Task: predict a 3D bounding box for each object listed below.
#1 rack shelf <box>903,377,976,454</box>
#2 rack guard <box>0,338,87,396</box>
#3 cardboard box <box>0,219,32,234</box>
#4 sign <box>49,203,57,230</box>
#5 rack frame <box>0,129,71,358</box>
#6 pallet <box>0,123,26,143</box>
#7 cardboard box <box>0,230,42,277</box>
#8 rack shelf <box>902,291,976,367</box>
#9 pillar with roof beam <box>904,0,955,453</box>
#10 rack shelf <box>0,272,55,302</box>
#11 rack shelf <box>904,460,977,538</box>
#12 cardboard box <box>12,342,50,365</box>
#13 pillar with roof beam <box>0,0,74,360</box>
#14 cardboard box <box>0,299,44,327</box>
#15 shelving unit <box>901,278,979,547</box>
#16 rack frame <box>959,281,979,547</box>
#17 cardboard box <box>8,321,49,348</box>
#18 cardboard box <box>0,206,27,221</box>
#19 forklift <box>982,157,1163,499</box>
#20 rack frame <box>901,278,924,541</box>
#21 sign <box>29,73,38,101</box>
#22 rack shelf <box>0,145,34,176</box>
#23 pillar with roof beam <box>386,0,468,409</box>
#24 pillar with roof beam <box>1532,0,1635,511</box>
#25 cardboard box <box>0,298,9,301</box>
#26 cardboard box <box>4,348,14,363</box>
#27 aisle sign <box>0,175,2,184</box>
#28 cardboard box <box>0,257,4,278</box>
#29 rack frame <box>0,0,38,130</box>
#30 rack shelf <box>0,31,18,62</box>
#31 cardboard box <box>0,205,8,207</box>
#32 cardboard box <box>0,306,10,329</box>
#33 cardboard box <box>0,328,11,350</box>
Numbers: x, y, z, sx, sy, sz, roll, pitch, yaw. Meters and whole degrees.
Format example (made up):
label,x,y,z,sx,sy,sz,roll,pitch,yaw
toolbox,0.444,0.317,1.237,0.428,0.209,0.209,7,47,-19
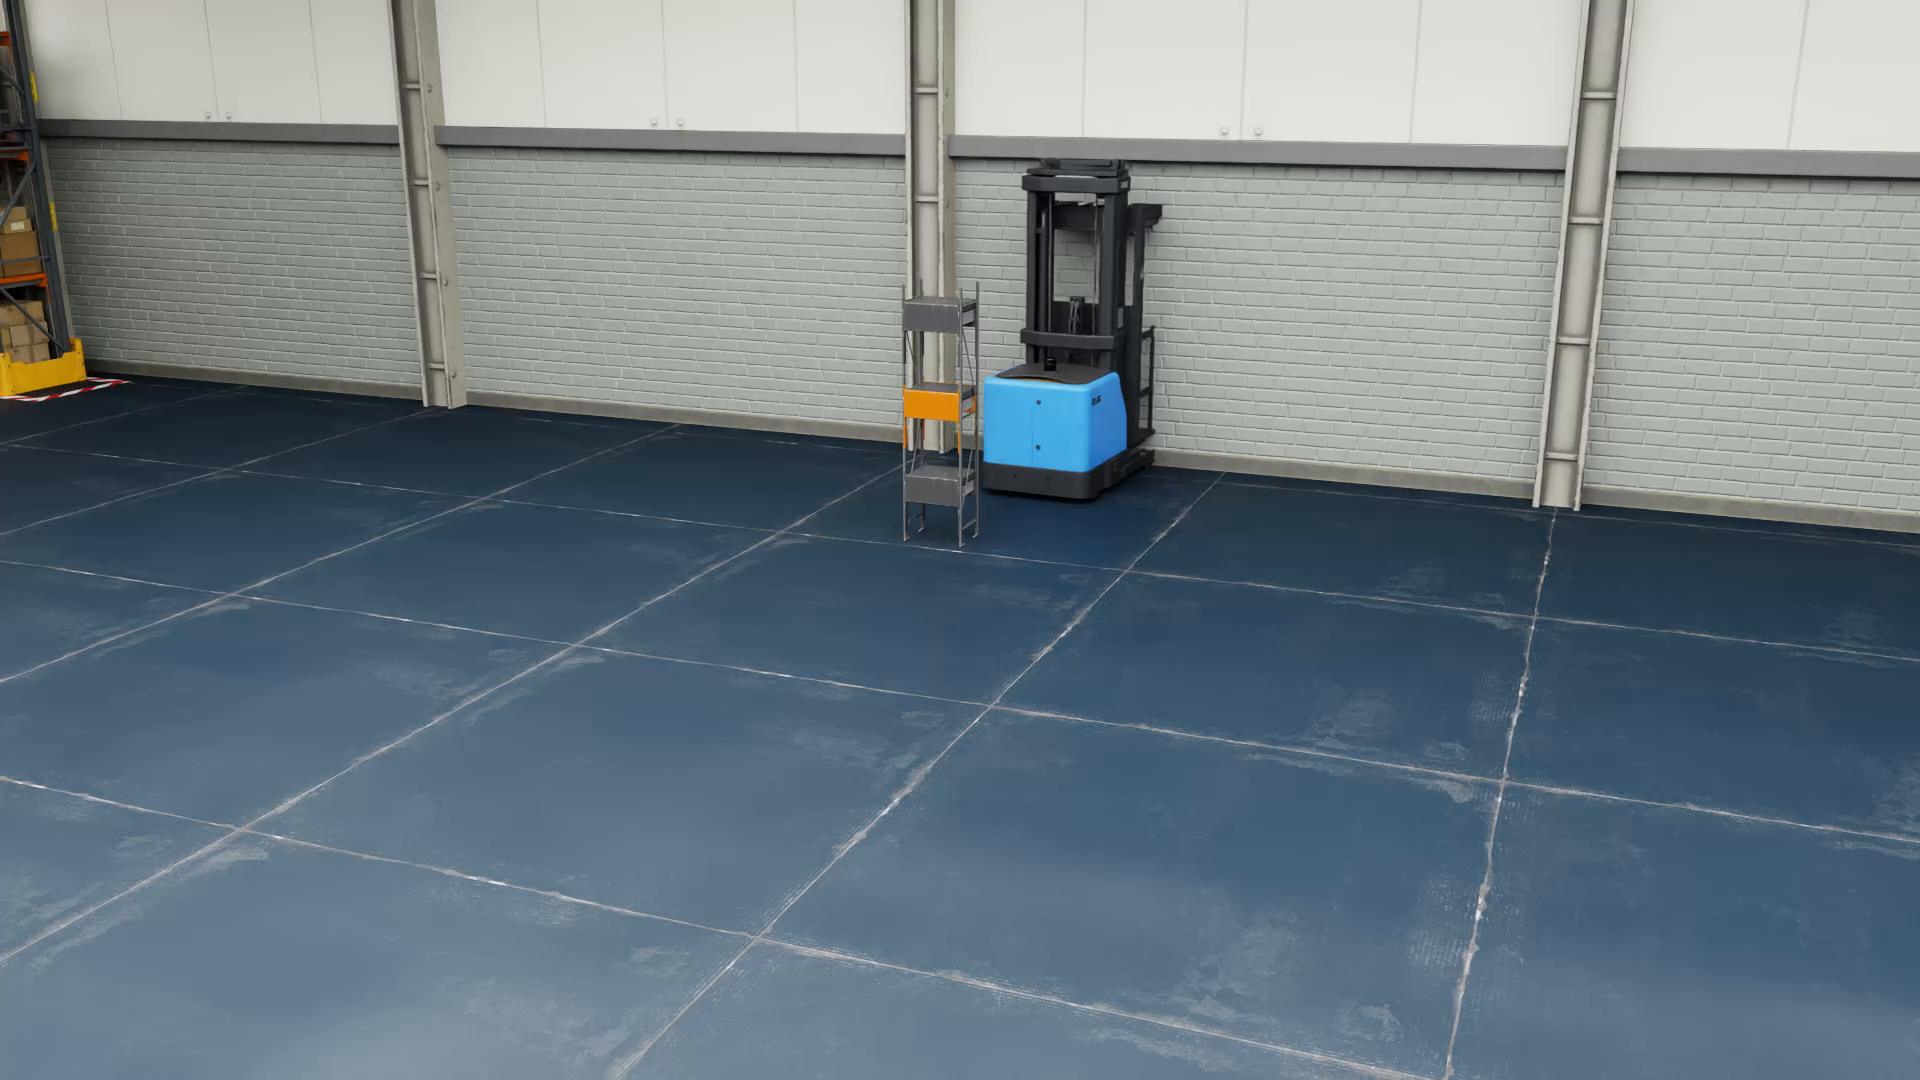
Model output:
label,x,y,z,sx,sy,sz,roll,pitch,yaw
rack shelf,-0.154,-1.012,13.443,0.480,0.518,0.431,6,17,21
rack guard,-11.109,-2.089,19.973,0.348,0.500,1.175,6,17,21
cardboard box,-11.352,-3.753,19.880,0.250,0.149,0.380,6,17,19
sign,-10.923,-3.889,19.995,0.005,0.325,0.100,6,17,21
rack frame,-11.132,-3.292,19.633,0.127,3.000,1.000,6,17,21
pallet,-11.780,-4.769,19.499,1.213,0.211,1.003,6,17,21
cardboard box,-11.491,-3.463,20.041,0.500,0.500,0.500,7,18,22
rack shelf,-0.154,-1.684,13.248,0.480,0.518,0.431,6,17,21
pillar with roof beam,-1.865,-4.134,11.773,0.400,9.000,9.100,6,17,21
rack shelf,-12.992,-3.151,20.438,4.000,0.370,1.077,6,17,21
rack shelf,-0.154,-0.340,13.638,0.480,0.518,0.431,6,17,21
cardboard box,-11.517,-2.274,20.305,0.500,0.250,0.500,6,17,21
pillar with roof beam,-13.028,-5.361,16.001,0.400,9.000,9.100,6,17,21
cardboard box,-11.509,-2.752,20.157,0.500,0.250,0.500,6,17,20
shelving unit,-0.154,-1.025,13.439,0.503,2.100,0.431,6,17,21
rack frame,0.073,-1.000,13.353,0.015,2.100,0.400,6,17,21
cardboard box,-11.493,-2.515,20.239,0.500,0.250,0.500,7,17,22
cardboard box,-11.366,-3.884,19.796,0.250,0.149,0.380,6,17,20
forklift,1.283,-2.134,15.769,1.130,2.935,3.031,8,18,24
rack frame,-0.381,-1.050,13.525,0.015,2.100,0.400,6,17,21
sign,-10.923,-5.334,19.575,0.005,0.325,0.100,6,17,21
rack shelf,-12.992,-4.592,20.020,4.000,0.370,1.077,6,17,21
pillar with roof beam,-7.447,-4.748,13.887,0.400,9.000,9.100,6,17,21
pillar with roof beam,3.716,-3.520,9.658,0.400,9.000,9.100,6,17,21
cardboard box,-11.976,-2.802,20.329,0.500,0.250,0.500,6,17,21
cardboard box,-11.685,-2.139,19.841,0.500,0.250,0.500,6,17,21
aisle sign,-11.178,-4.457,18.985,0.004,0.787,0.394,6,17,21
cardboard box,-11.686,-3.322,19.558,0.500,0.500,0.500,6,17,19
rack frame,-11.132,-6.173,18.796,0.127,3.000,1.000,6,17,21
rack shelf,-12.992,-5.840,19.657,4.000,0.370,1.077,6,17,21
cardboard box,-11.590,-3.927,19.946,0.250,0.149,0.380,7,18,23
cardboard box,-11.675,-2.620,19.702,0.500,0.250,0.500,7,18,22
cardboard box,-11.699,-2.382,19.780,0.500,0.250,0.500,6,17,20
